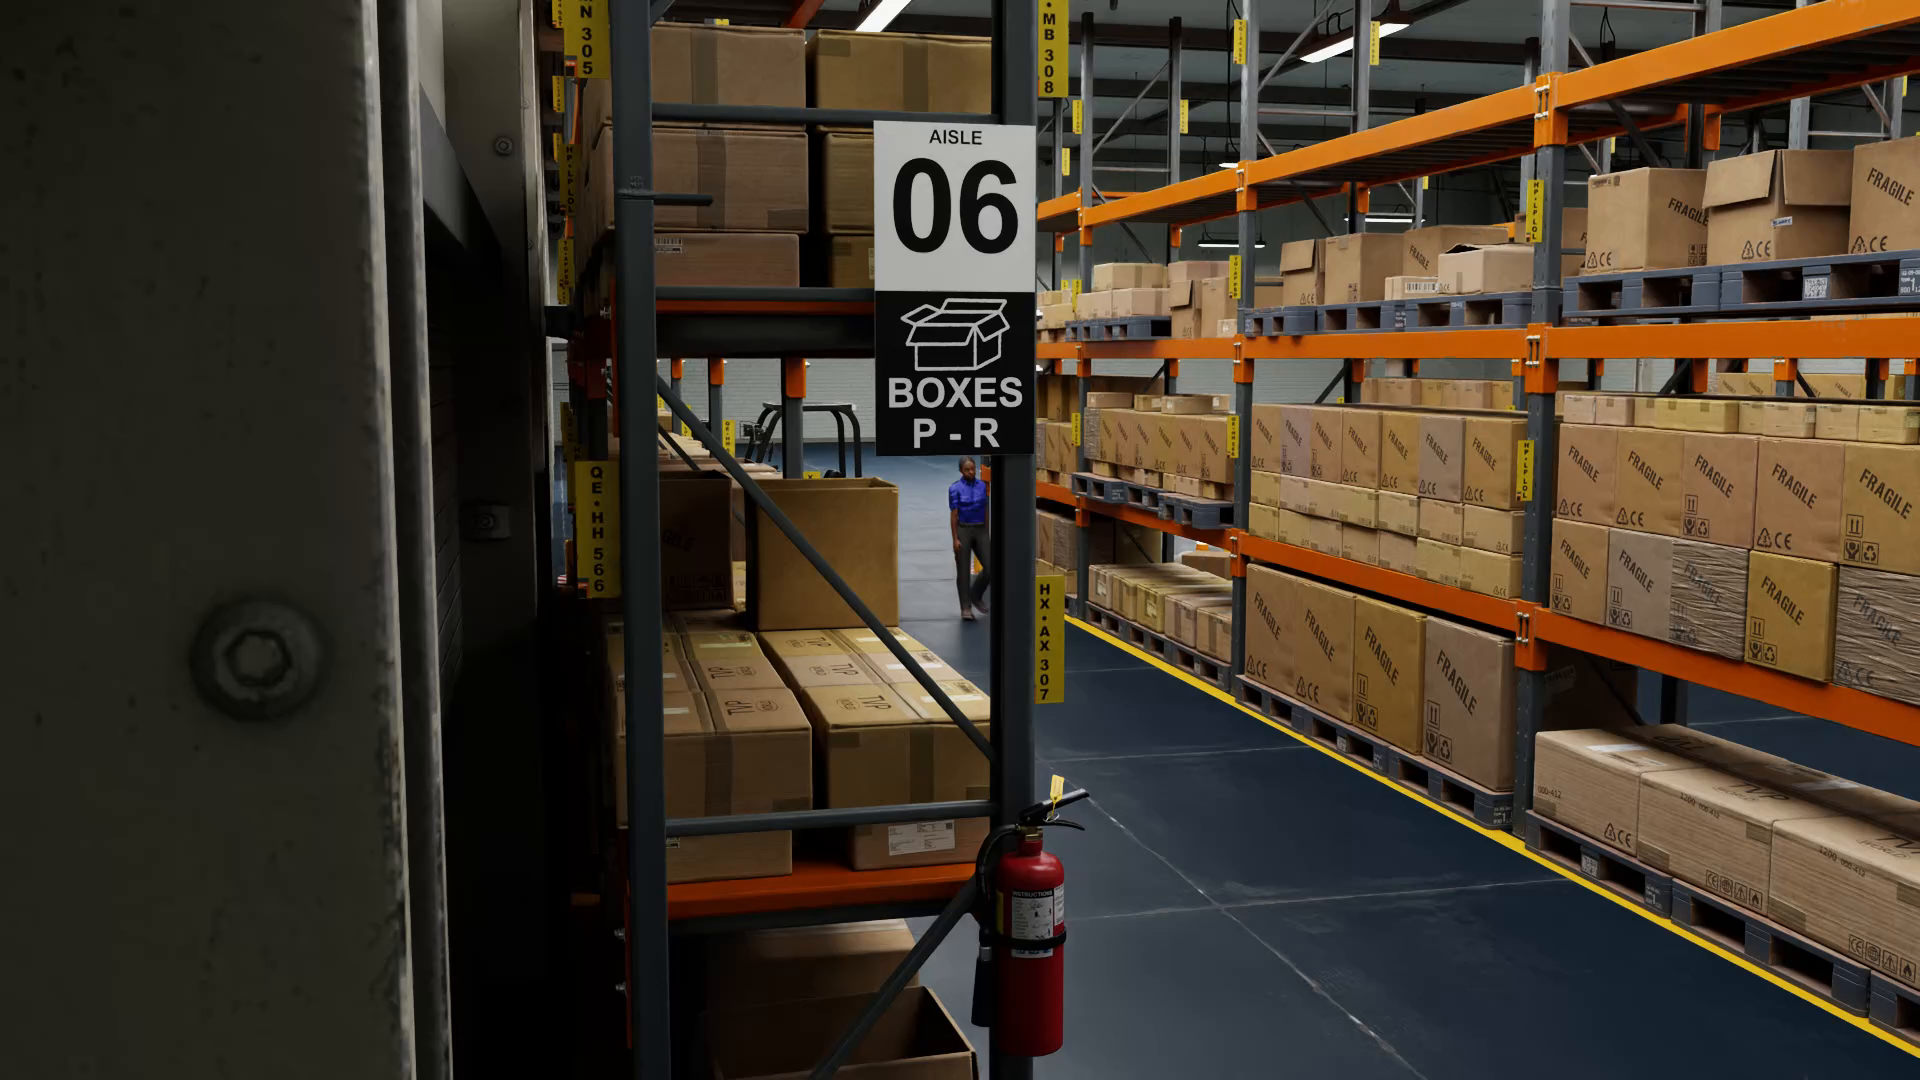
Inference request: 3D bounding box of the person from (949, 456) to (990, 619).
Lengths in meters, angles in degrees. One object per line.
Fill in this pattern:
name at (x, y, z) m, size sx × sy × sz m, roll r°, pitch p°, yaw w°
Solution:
person at (0.101, -0.038, 16.858) m, size 0.500 × 1.649 × 0.436 m, roll -2°, pitch 7°, yaw -21°
